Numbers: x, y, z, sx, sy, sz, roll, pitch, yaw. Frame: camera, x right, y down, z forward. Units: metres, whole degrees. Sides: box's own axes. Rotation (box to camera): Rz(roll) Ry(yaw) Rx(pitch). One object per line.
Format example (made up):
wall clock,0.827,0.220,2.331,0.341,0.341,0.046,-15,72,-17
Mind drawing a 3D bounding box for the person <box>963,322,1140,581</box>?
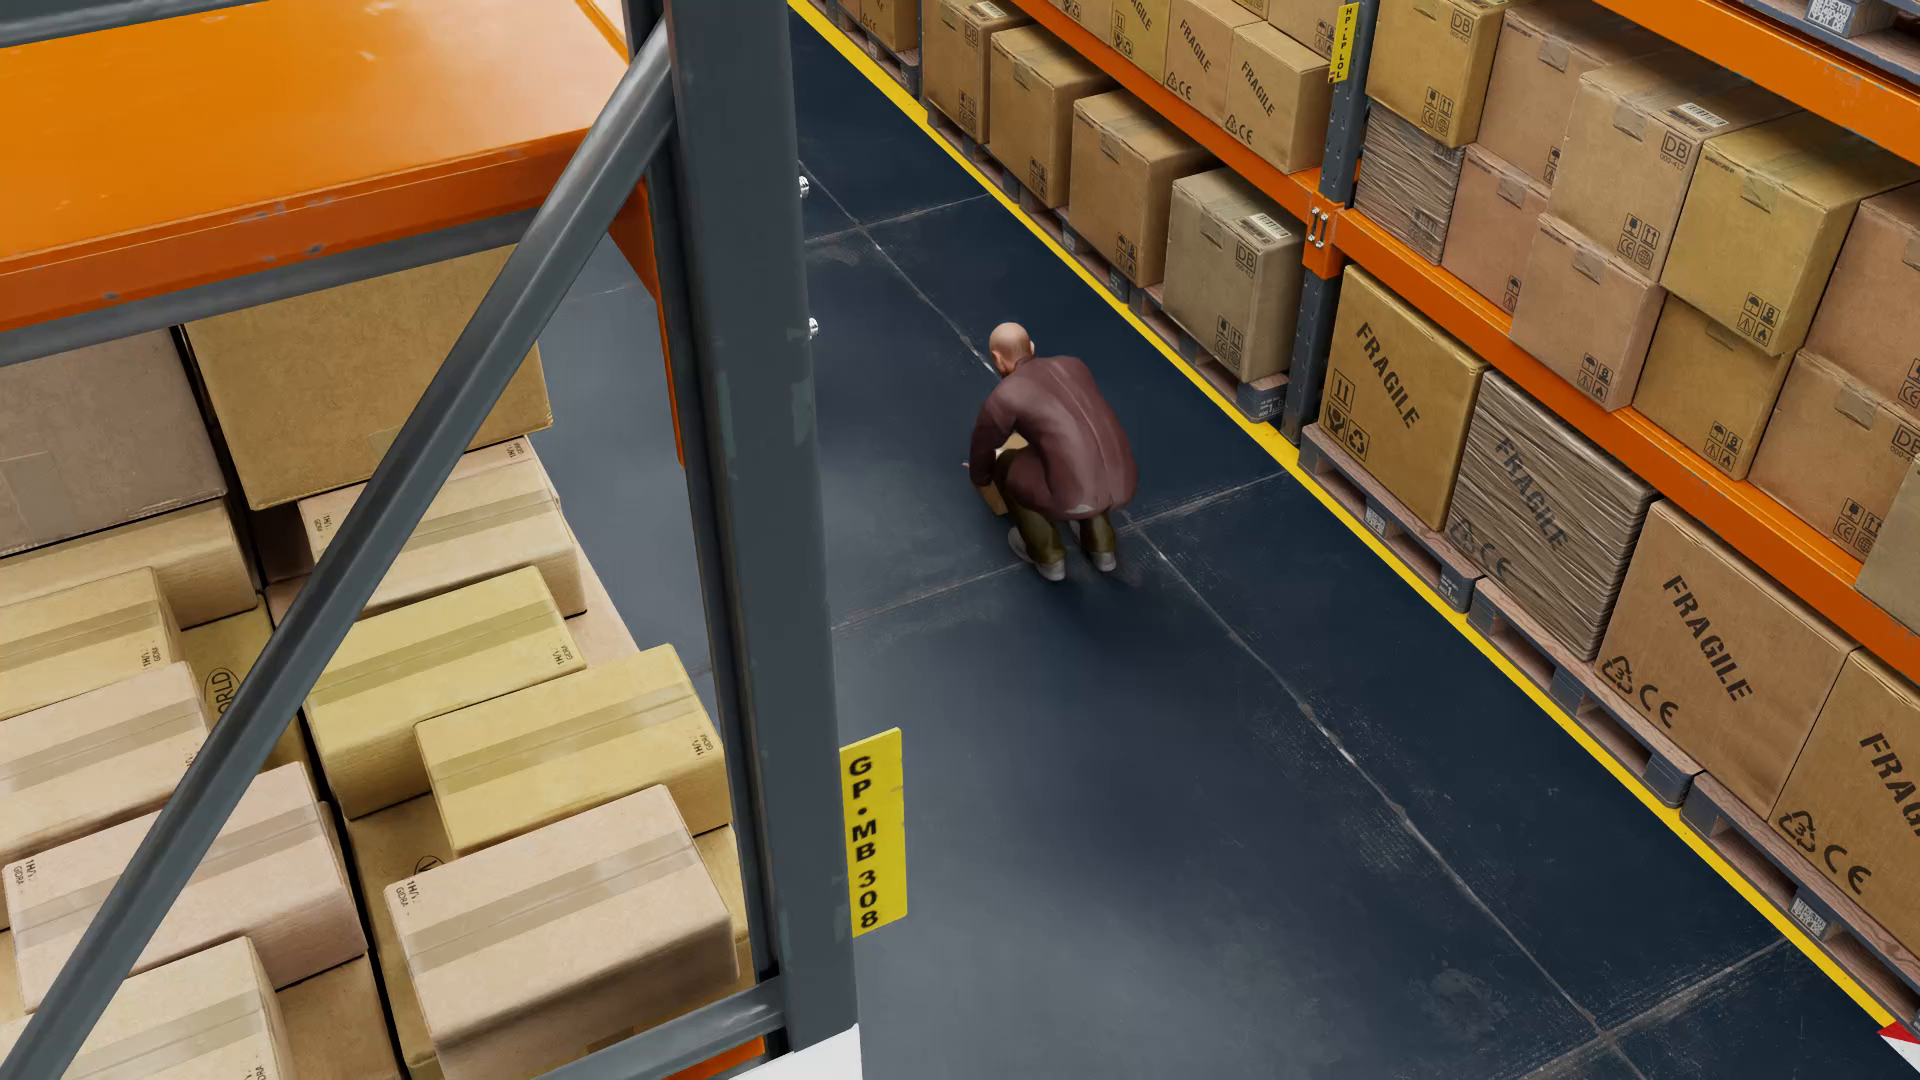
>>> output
person,0.396,-0.365,7.190,0.610,1.002,0.900,-19,44,-21
